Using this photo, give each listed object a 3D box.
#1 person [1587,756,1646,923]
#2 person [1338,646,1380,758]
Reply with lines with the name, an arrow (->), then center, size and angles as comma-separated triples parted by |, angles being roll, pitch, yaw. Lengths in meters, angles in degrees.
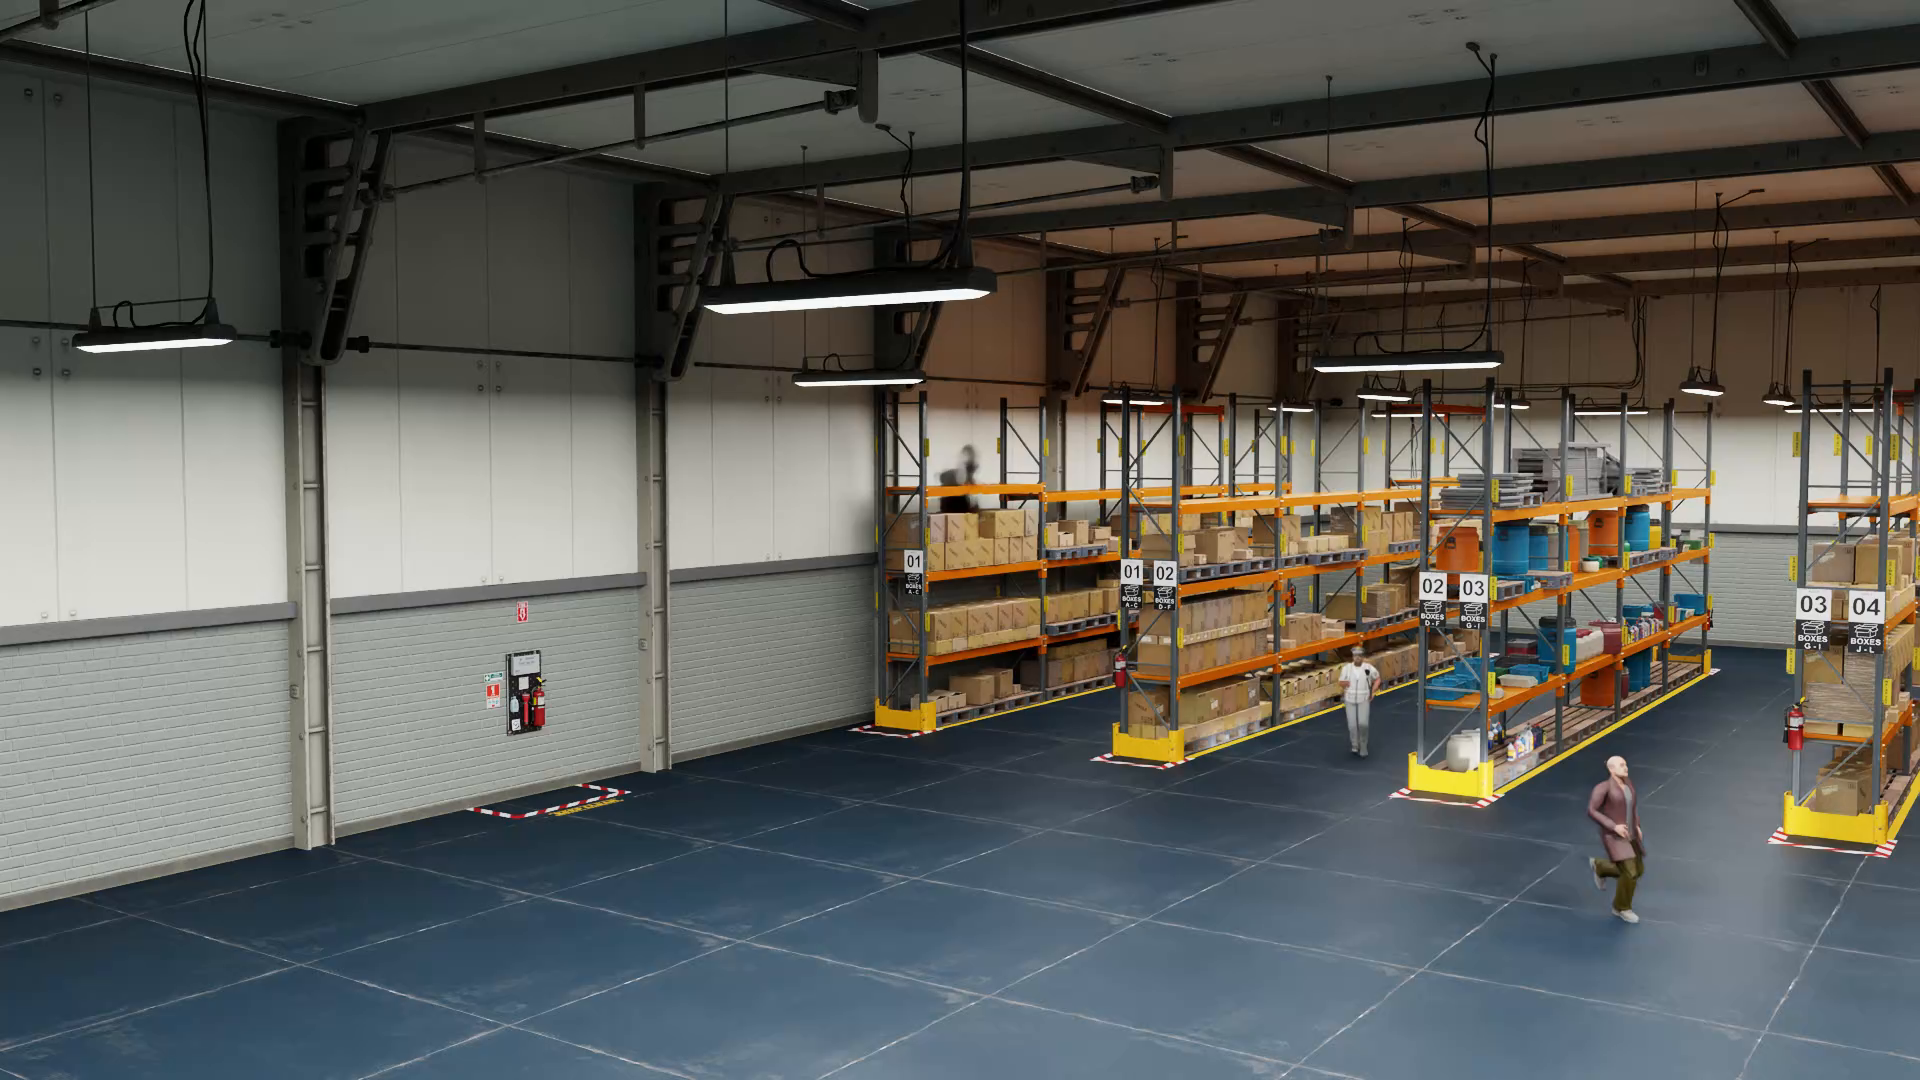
person -> 7.002, 3.164, 17.801 | 0.729, 1.724, 0.717 | -2, 4, -34
person -> 6.454, 2.634, 26.974 | 0.642, 1.821, 0.689 | 1, 3, 21
